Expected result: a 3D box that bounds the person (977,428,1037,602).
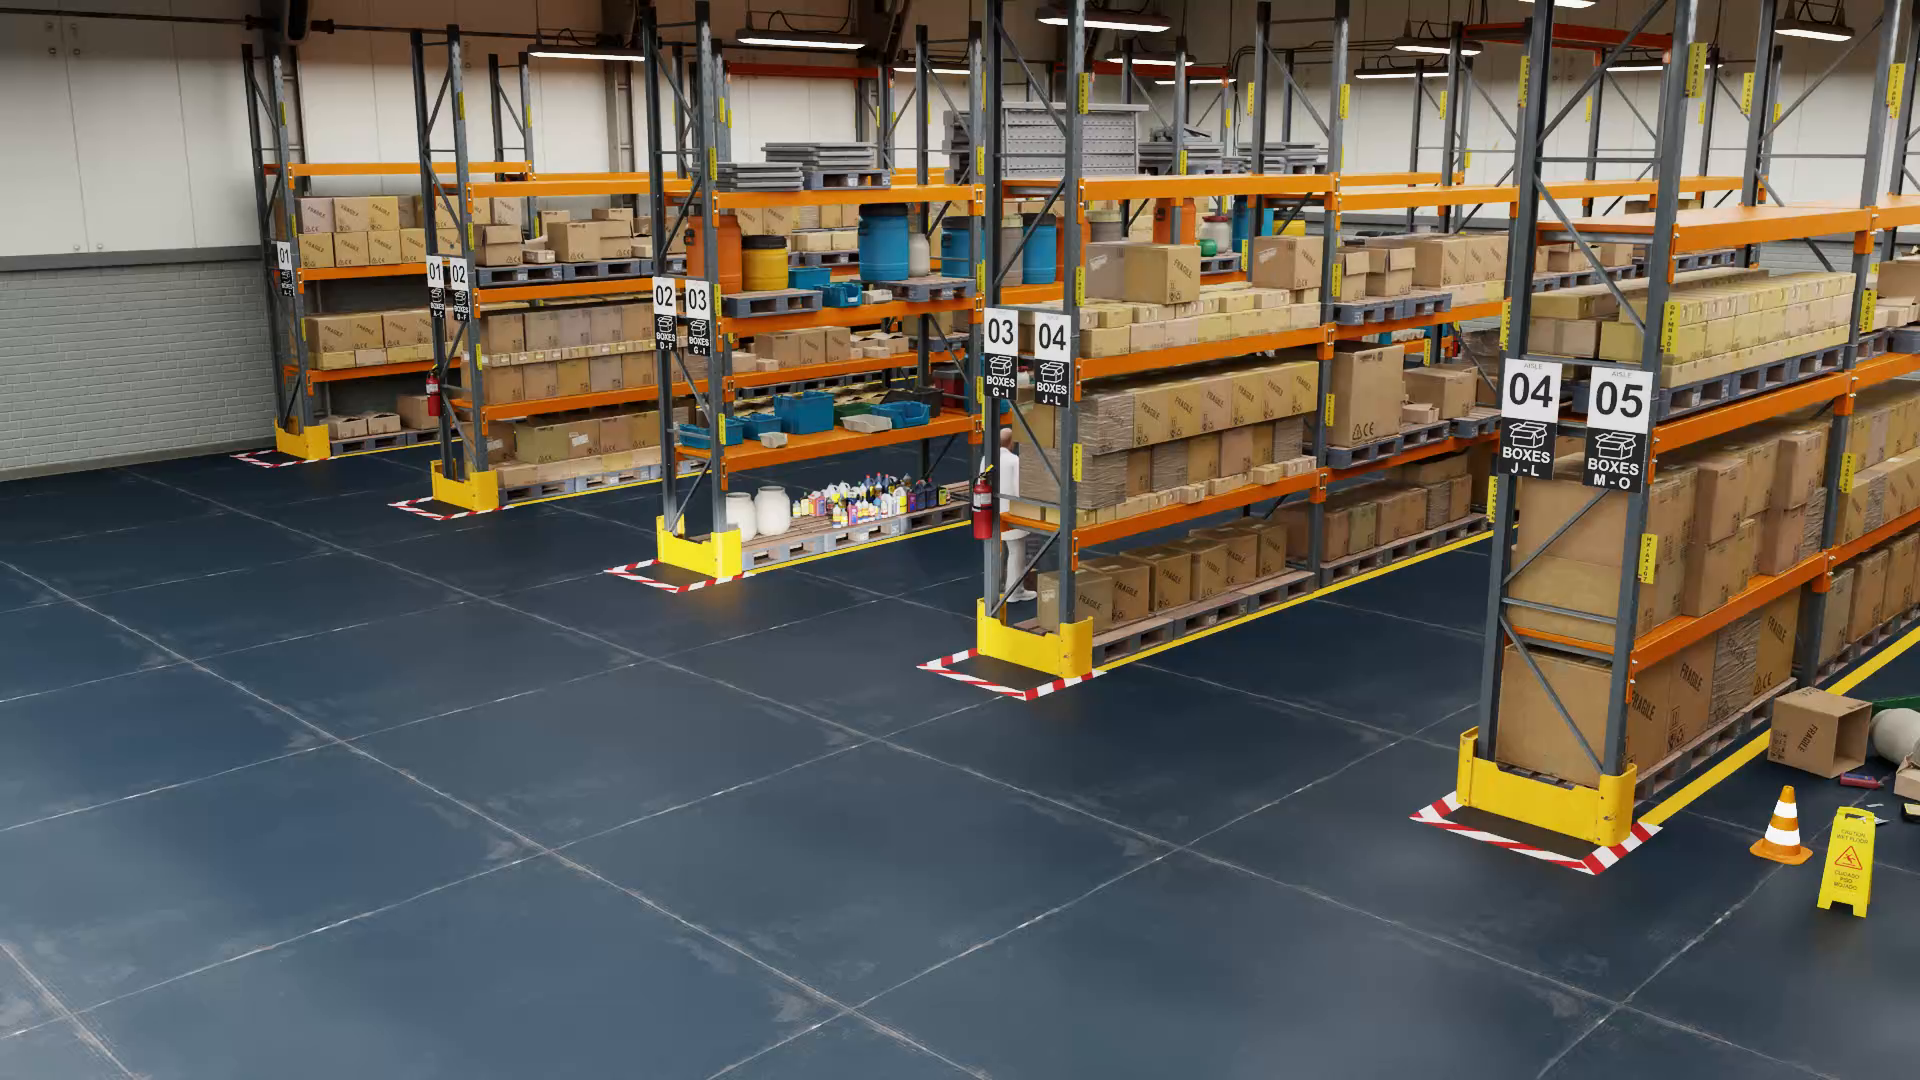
[{"bbox_3d":[0.462,-0.268,17.146,0.649,1.772,0.429,11,17,39],"label":"person"}]
